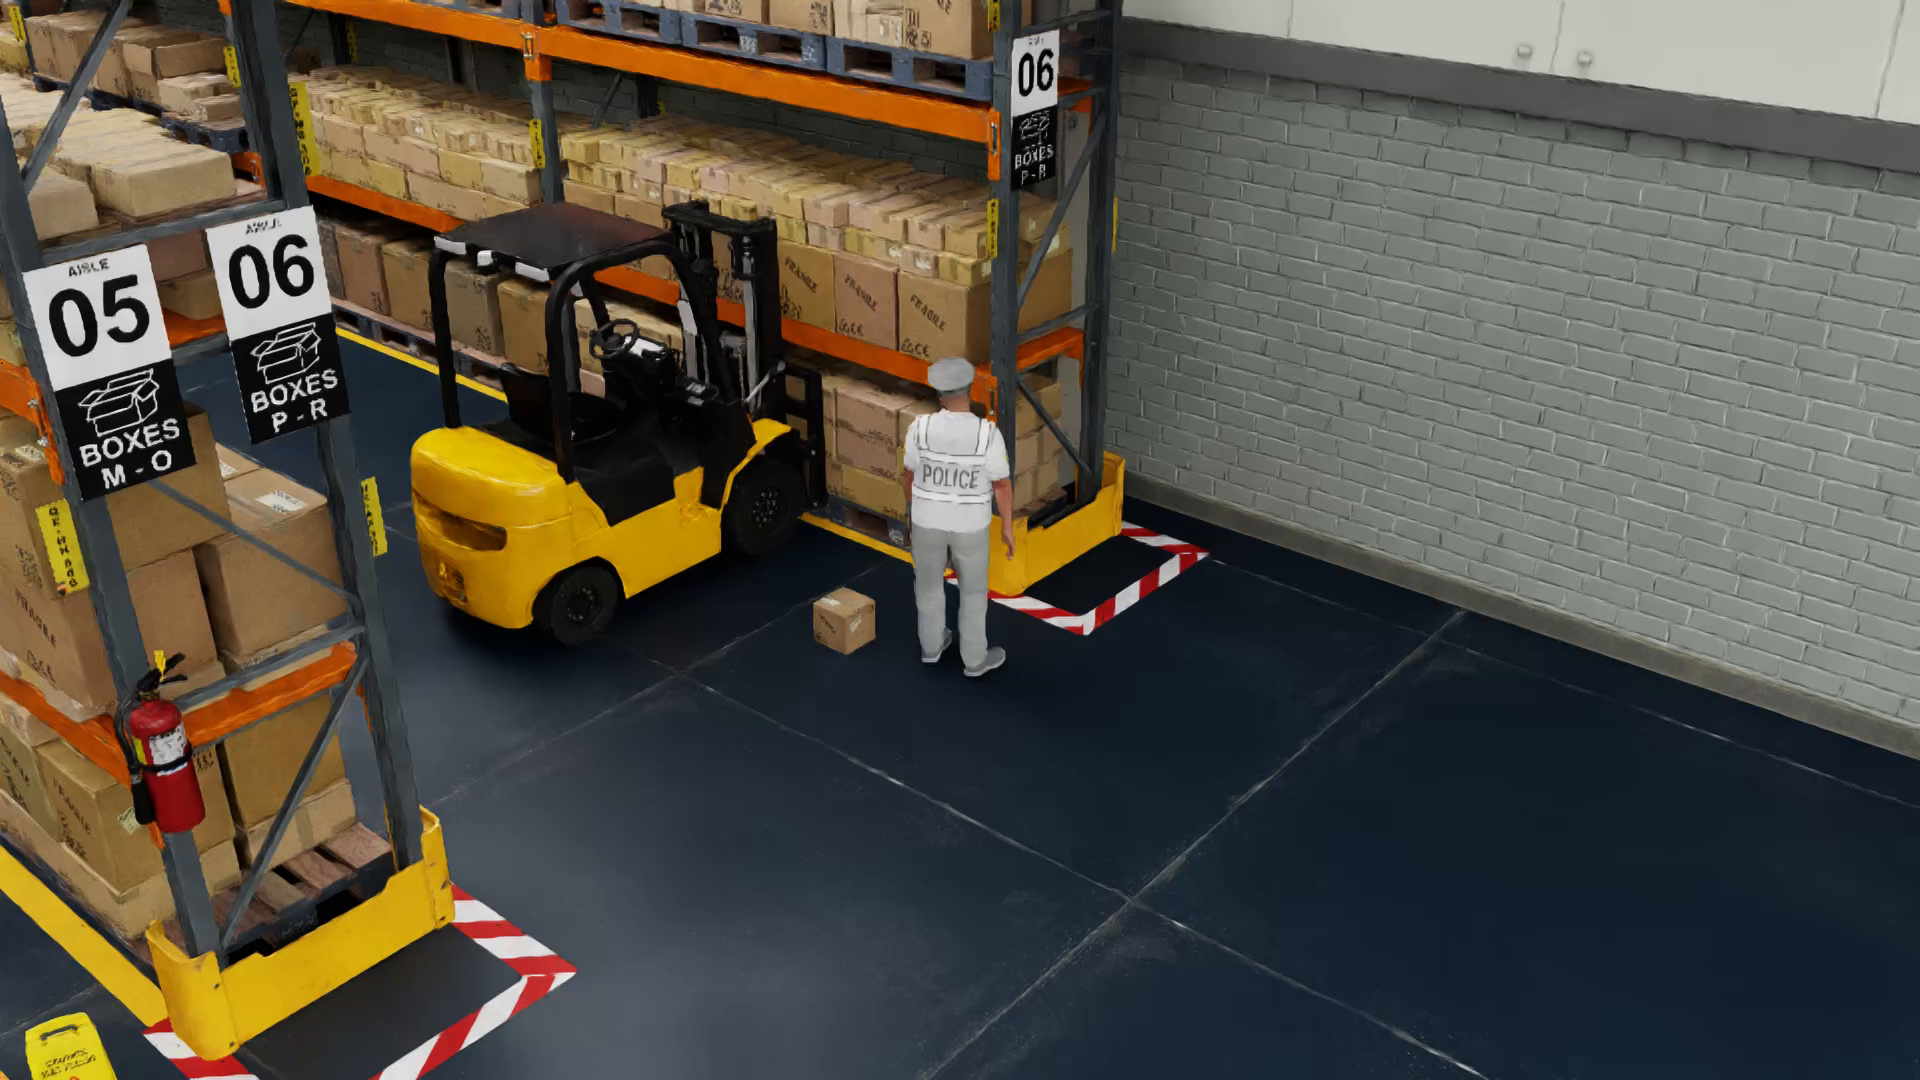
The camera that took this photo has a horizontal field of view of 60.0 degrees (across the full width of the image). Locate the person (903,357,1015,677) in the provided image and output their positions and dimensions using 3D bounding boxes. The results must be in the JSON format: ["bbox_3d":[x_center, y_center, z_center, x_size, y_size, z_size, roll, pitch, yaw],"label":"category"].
[{"bbox_3d":[0.004,-0.120,8.779,0.596,1.776,0.477,3,27,5],"label":"person"}]
